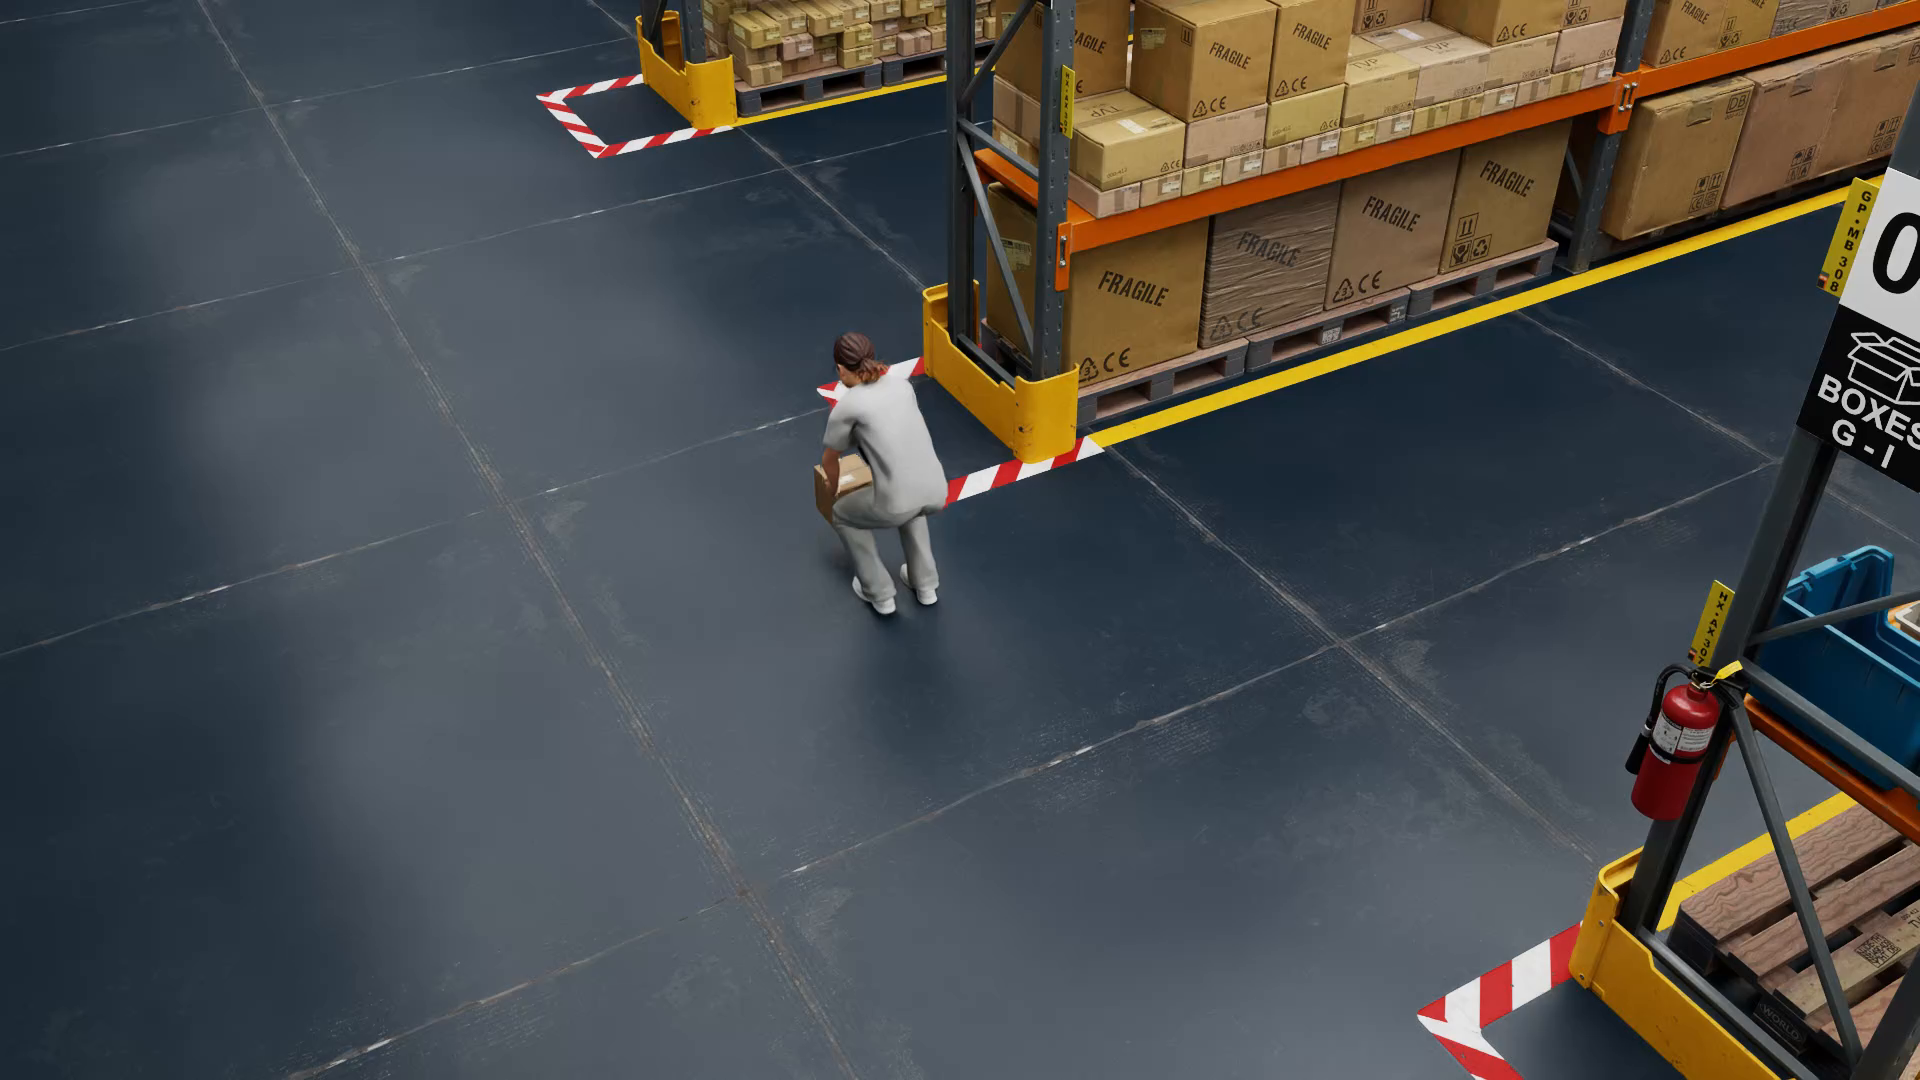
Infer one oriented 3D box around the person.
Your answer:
[{"bbox_3d":[-0.360,-0.272,7.601,0.492,1.306,0.678,-19,41,-24],"label":"person"}]
